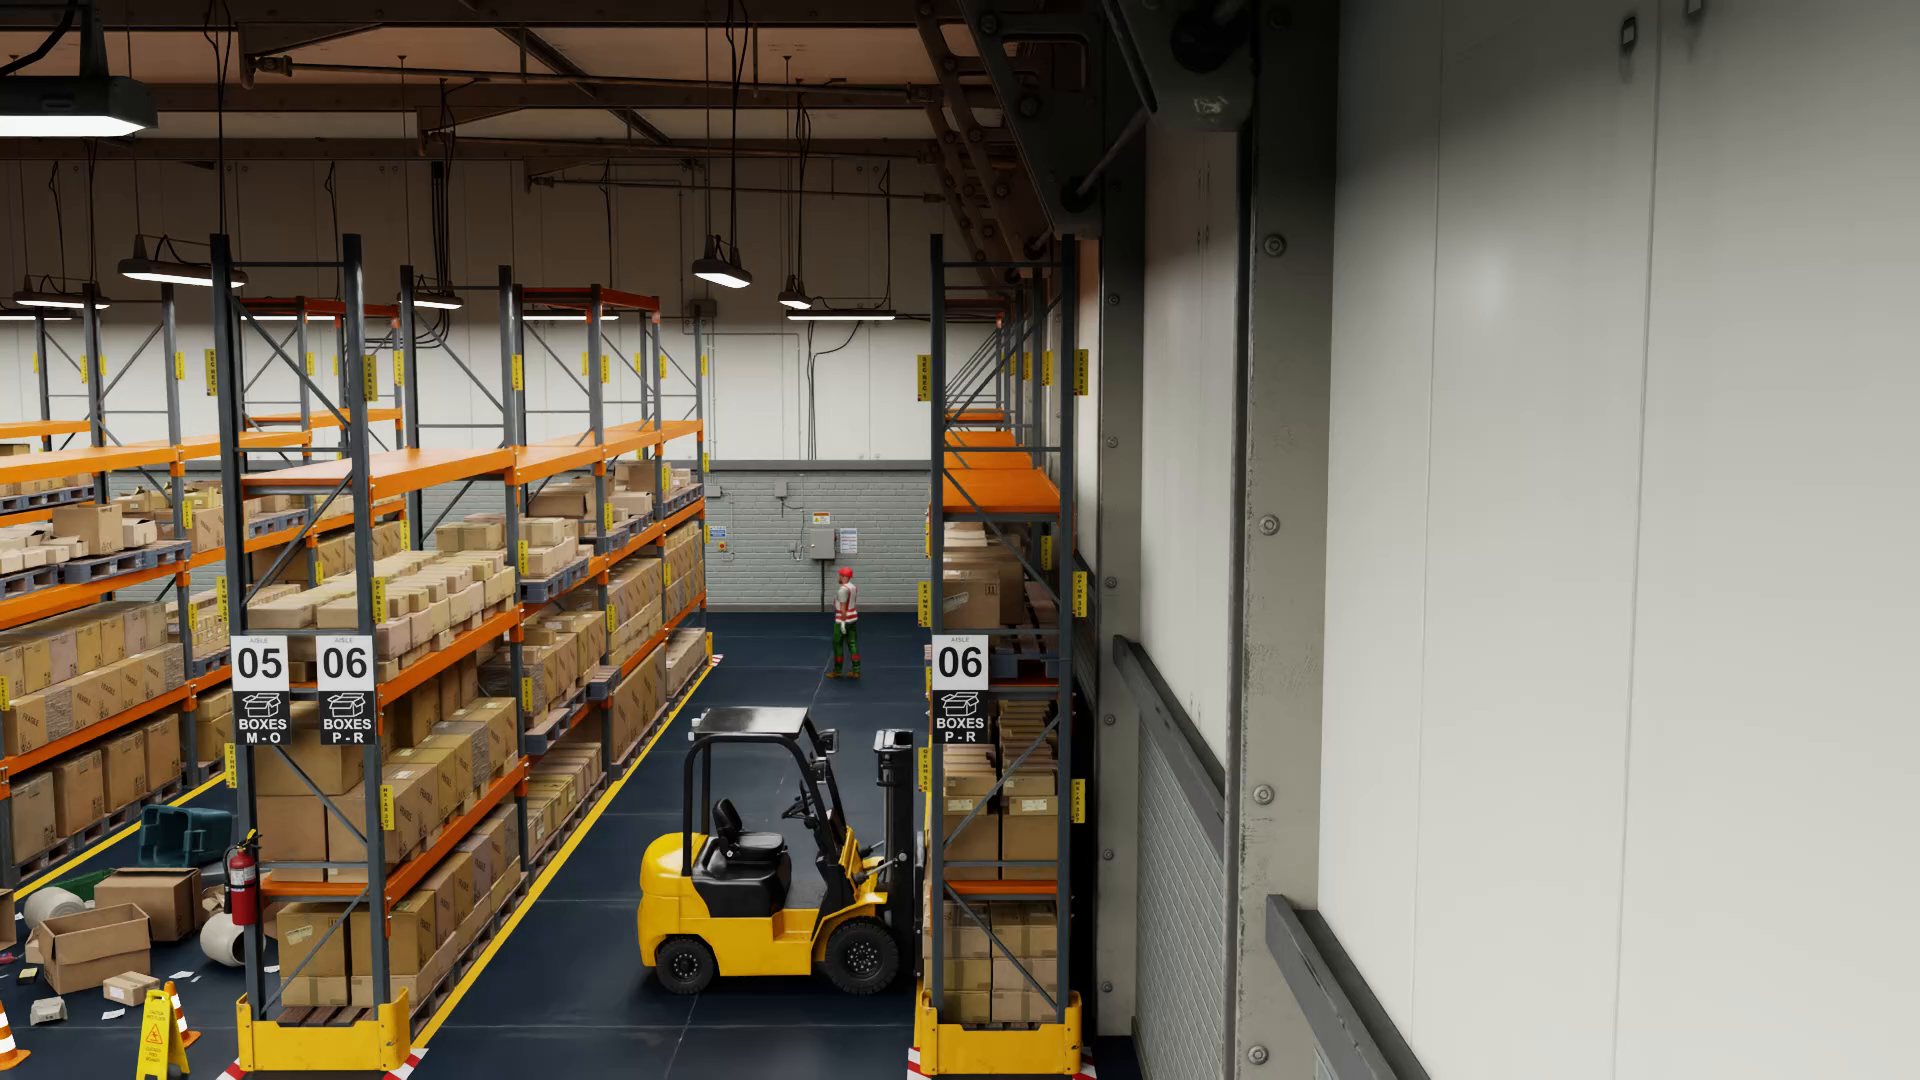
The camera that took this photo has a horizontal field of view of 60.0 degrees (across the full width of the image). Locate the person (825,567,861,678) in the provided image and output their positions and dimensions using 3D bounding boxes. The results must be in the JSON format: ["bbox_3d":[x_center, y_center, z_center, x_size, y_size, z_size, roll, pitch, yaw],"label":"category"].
[{"bbox_3d":[-1.866,1.325,26.756,0.645,1.802,0.583,4,7,29],"label":"person"}]
